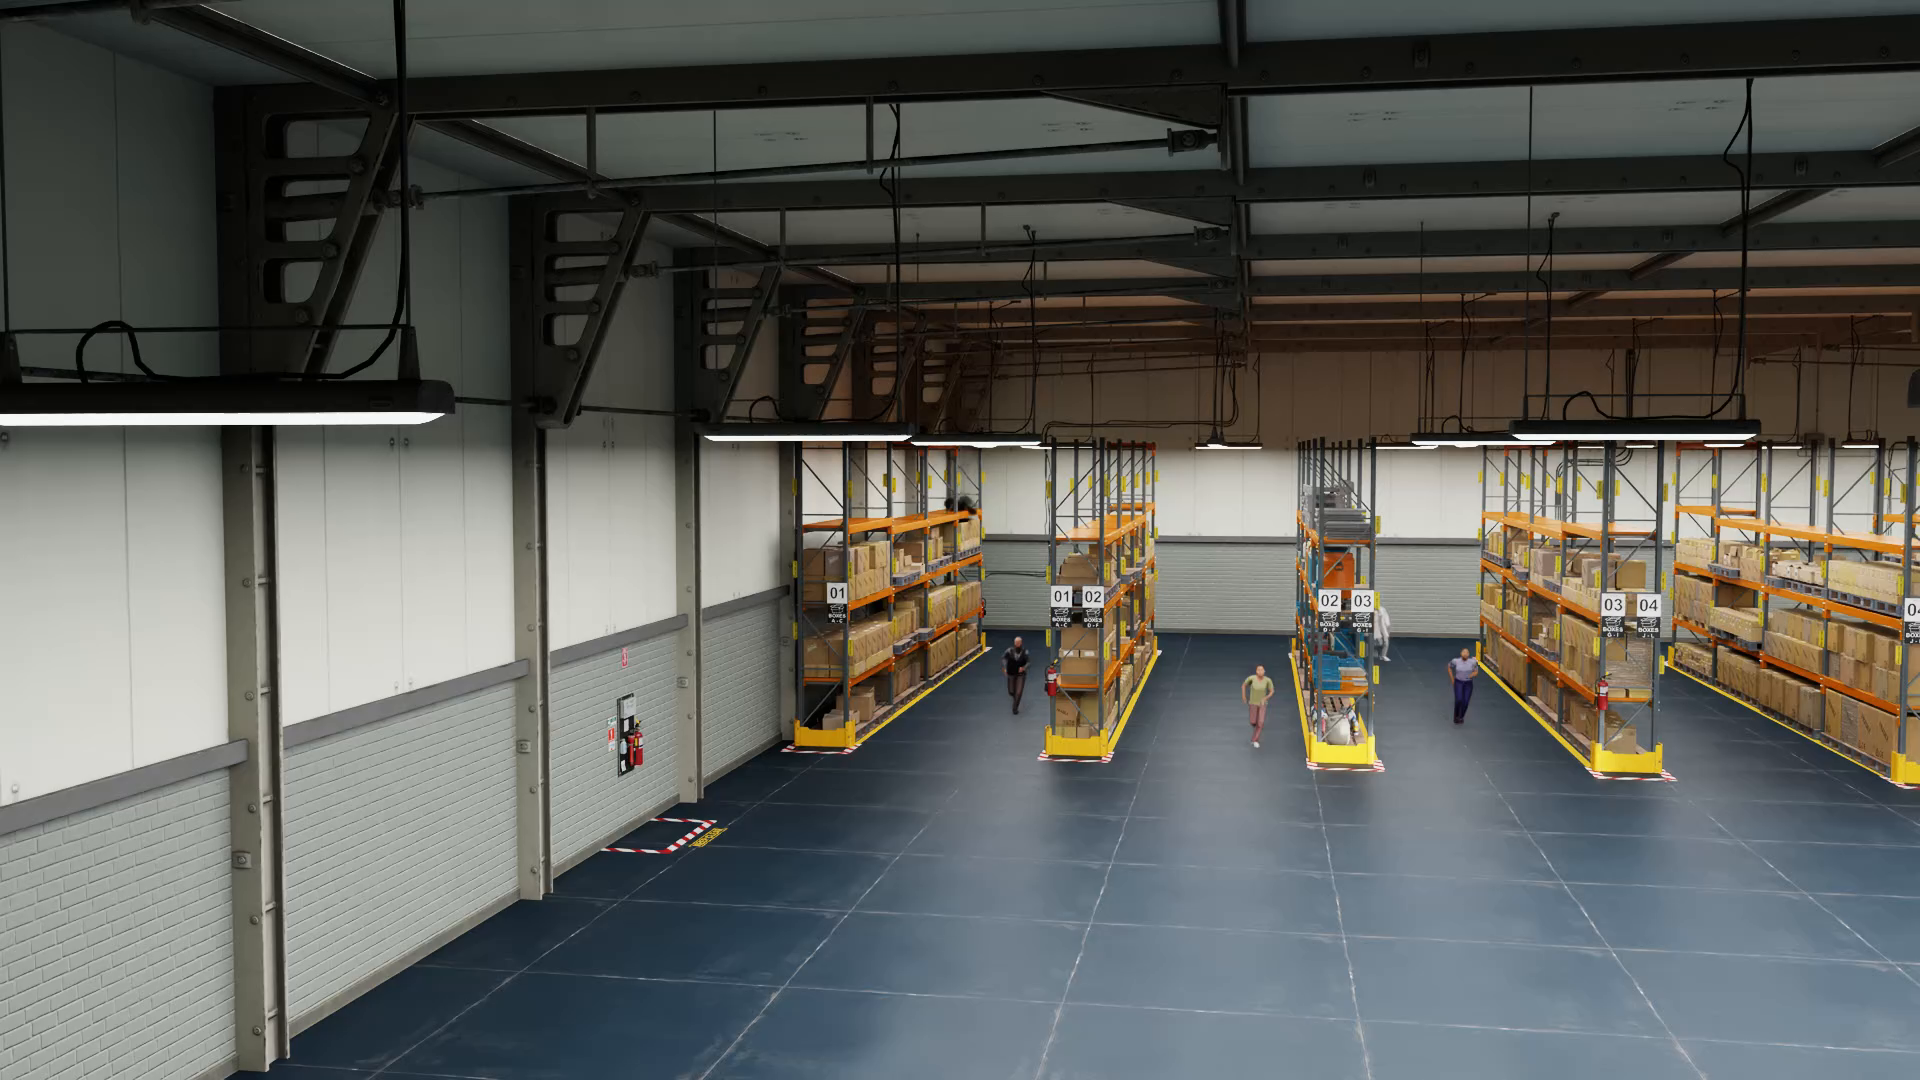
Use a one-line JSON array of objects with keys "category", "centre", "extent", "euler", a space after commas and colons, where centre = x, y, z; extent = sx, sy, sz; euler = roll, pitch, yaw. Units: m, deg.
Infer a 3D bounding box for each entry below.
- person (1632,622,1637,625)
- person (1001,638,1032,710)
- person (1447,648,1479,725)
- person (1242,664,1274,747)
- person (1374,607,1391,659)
[{"category": "person", "centre": [17.396, 2.593, 42.351], "extent": [0.673, 1.757, 0.869], "euler": [1, 3, 13]}, {"category": "person", "centre": [1.236, 2.939, 36.455], "extent": [0.693, 1.603, 0.627], "euler": [0, 3, 8]}, {"category": "person", "centre": [10.563, 3.064, 34.887], "extent": [0.594, 1.623, 0.693], "euler": [0, 3, 6]}, {"category": "person", "centre": [5.814, 3.216, 32.439], "extent": [0.617, 1.621, 0.649], "euler": [1, 3, 10]}, {"category": "person", "centre": [11.446, 2.470, 45.615], "extent": [0.759, 1.566, 0.559], "euler": [-1, 3, -17]}]
